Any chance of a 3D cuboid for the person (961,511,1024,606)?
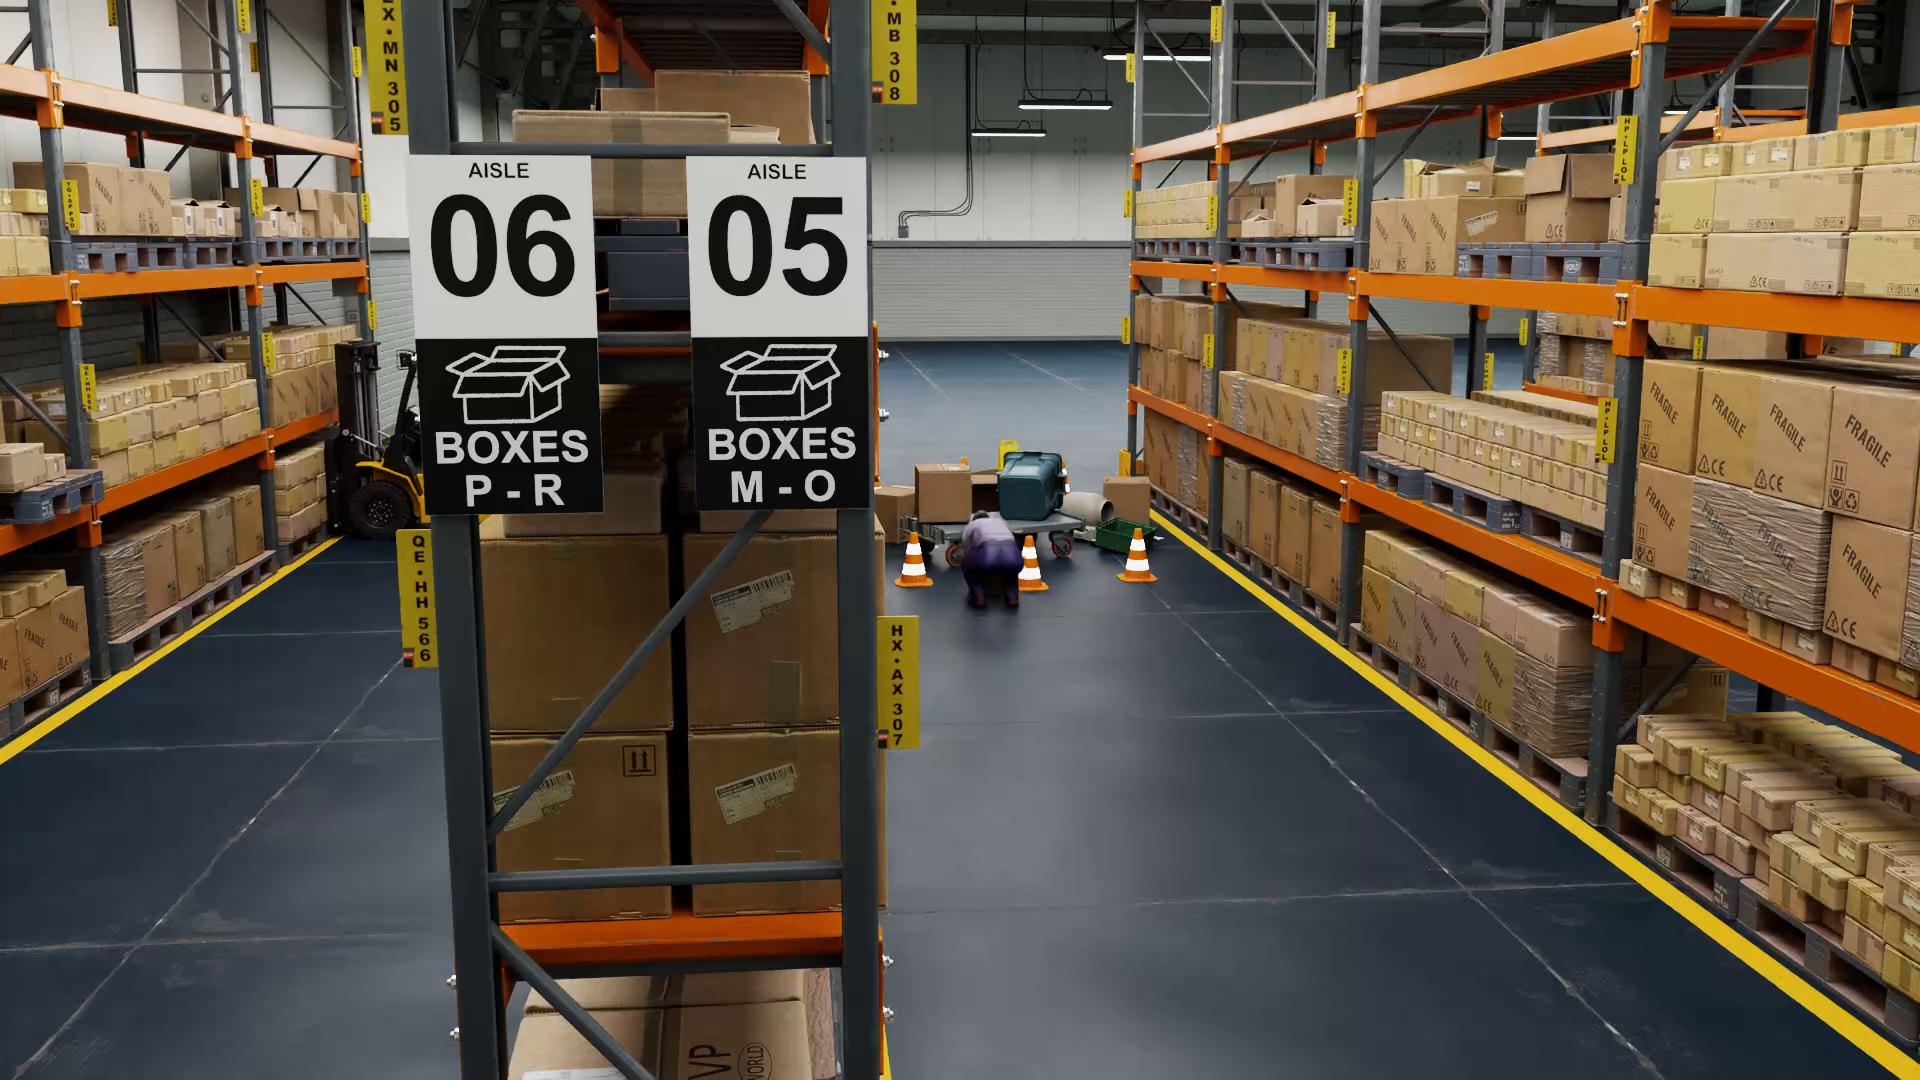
[{"bbox_3d":[0.270,0.174,14.184,0.515,0.773,0.871,-1,10,-7],"label":"person"}]
